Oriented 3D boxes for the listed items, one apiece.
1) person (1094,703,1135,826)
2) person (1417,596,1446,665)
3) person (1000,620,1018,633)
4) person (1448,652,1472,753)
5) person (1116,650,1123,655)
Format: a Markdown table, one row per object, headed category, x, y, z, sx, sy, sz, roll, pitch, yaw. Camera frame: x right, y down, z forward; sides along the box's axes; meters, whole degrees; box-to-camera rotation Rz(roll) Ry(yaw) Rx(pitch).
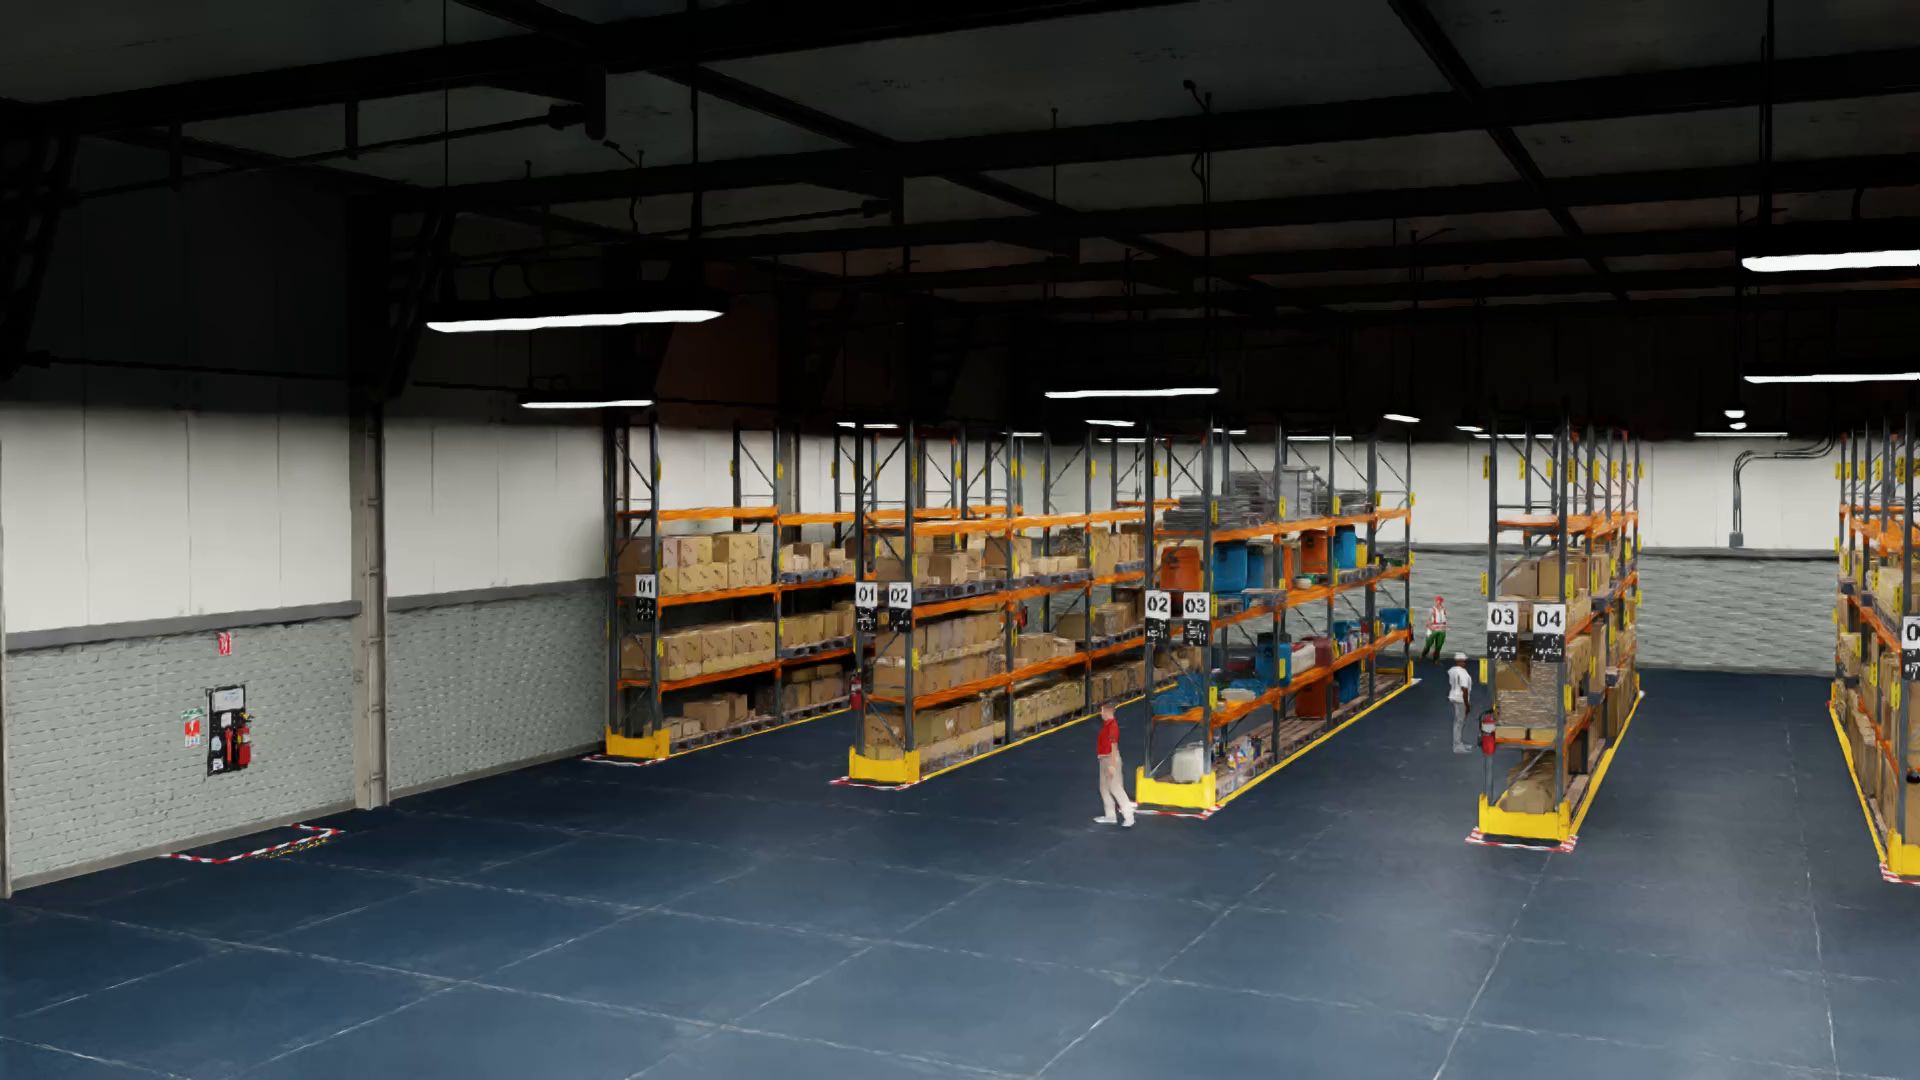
| category | x | y | z | sx | sy | sz | roll | pitch | yaw |
| --- | --- | --- | --- | --- | --- | --- | --- | --- | --- |
| person | 2.179 | 3.162 | 23.508 | 0.533 | 1.712 | 0.652 | 0 | 2 | 0 |
| person | 12.131 | 2.316 | 42.694 | 0.731 | 1.778 | 0.530 | -1 | 2 | -14 |
| person | 1.331 | 2.217 | 44.752 | 0.723 | 1.778 | 0.541 | -1 | 3 | -30 |
| person | 8.908 | 2.860 | 29.477 | 0.452 | 1.768 | 0.632 | 0 | 2 | -5 |
| person | 3.883 | 2.386 | 41.970 | 0.682 | 1.715 | 0.542 | 1 | 3 | 23 |
